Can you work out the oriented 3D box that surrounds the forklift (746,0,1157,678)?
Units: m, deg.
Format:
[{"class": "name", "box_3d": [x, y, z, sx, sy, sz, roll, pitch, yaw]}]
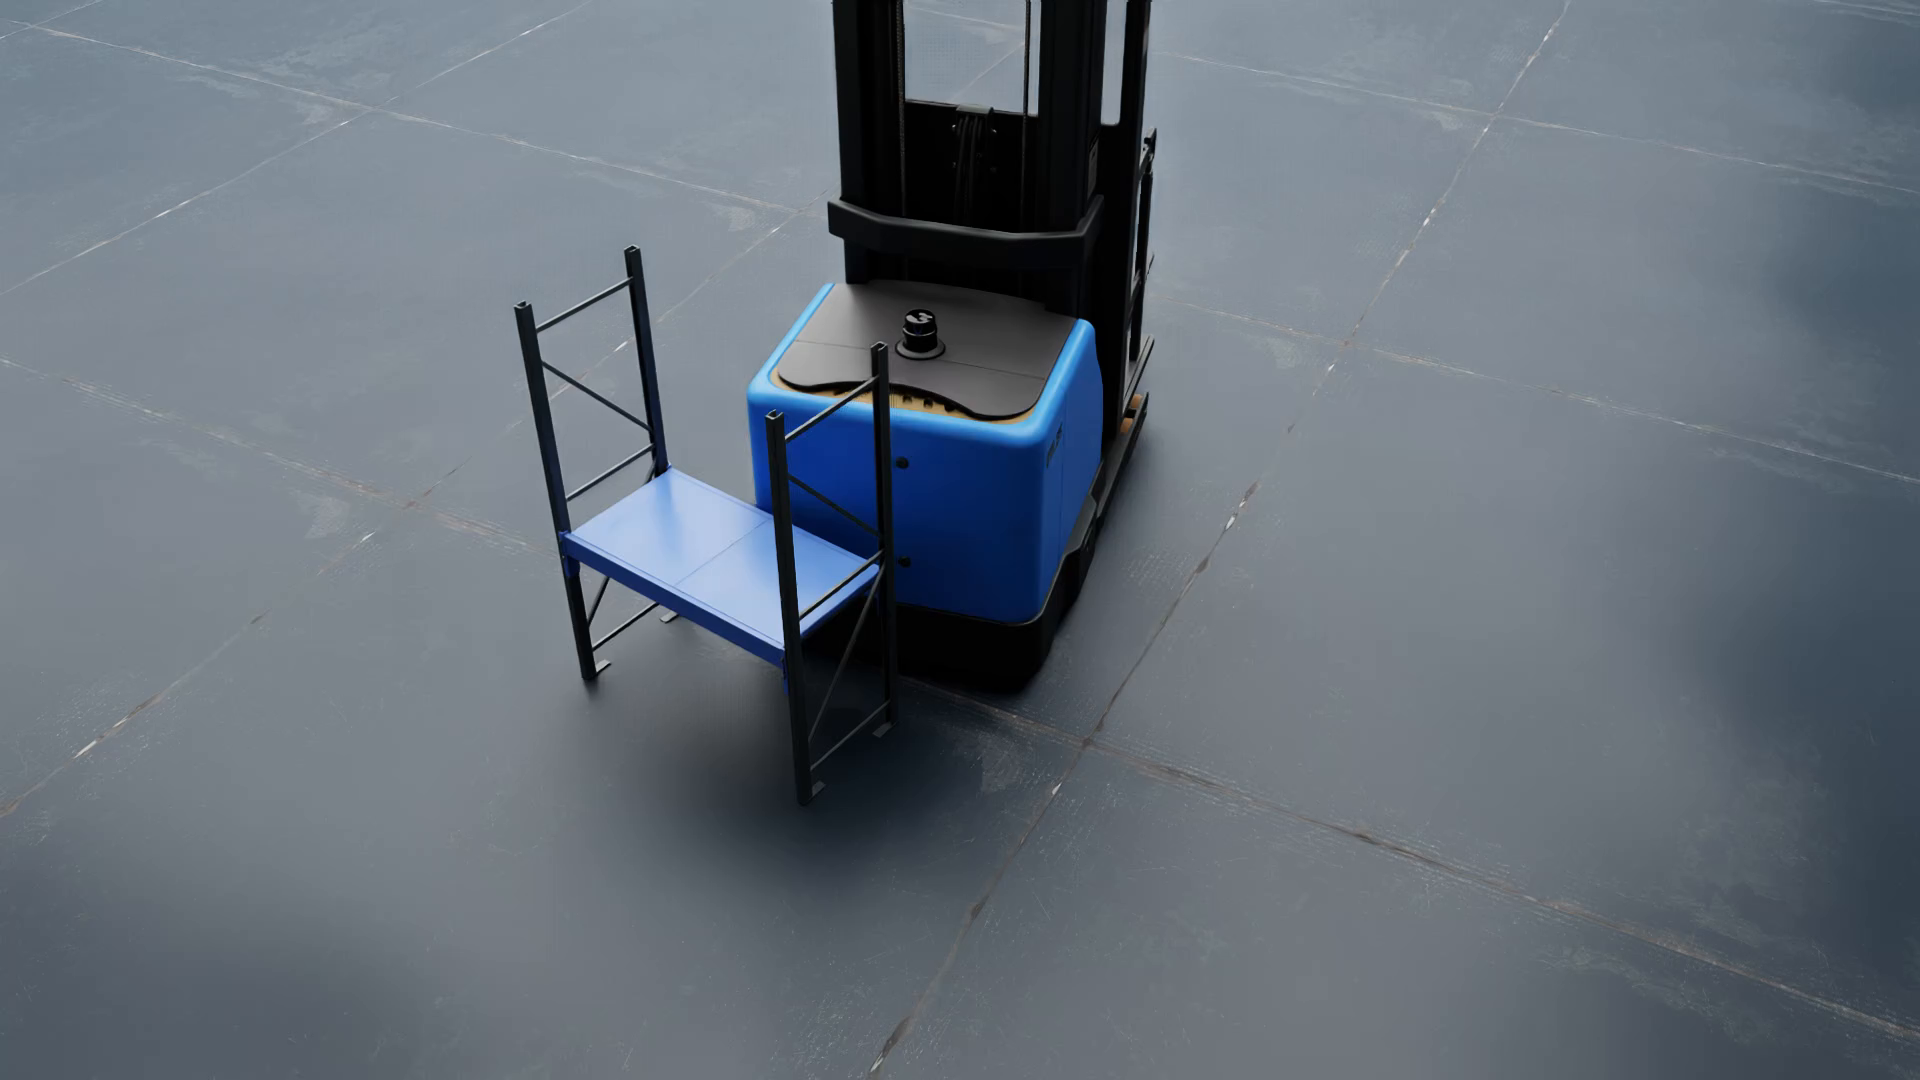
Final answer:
[{"class": "forklift", "box_3d": [0.183, -1.579, 6.224, 1.130, 2.935, 3.031, 10, 38, 13]}]

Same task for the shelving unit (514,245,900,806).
[{"class": "shelving unit", "box_3d": [-0.778, -0.040, 5.379, 1.048, 1.500, 0.538, 24, 43, 28]}]

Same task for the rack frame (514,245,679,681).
[{"class": "rack frame", "box_3d": [-1.185, -0.224, 5.622, 0.032, 1.500, 0.500, 24, 43, 28]}]

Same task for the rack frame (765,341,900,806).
[{"class": "rack frame", "box_3d": [-0.371, 0.144, 5.137, 0.032, 1.500, 0.500, 24, 43, 28]}]

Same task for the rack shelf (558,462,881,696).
[{"class": "rack shelf", "box_3d": [-0.778, 0.103, 5.488, 1.000, 0.185, 0.538, 24, 43, 28]}]
